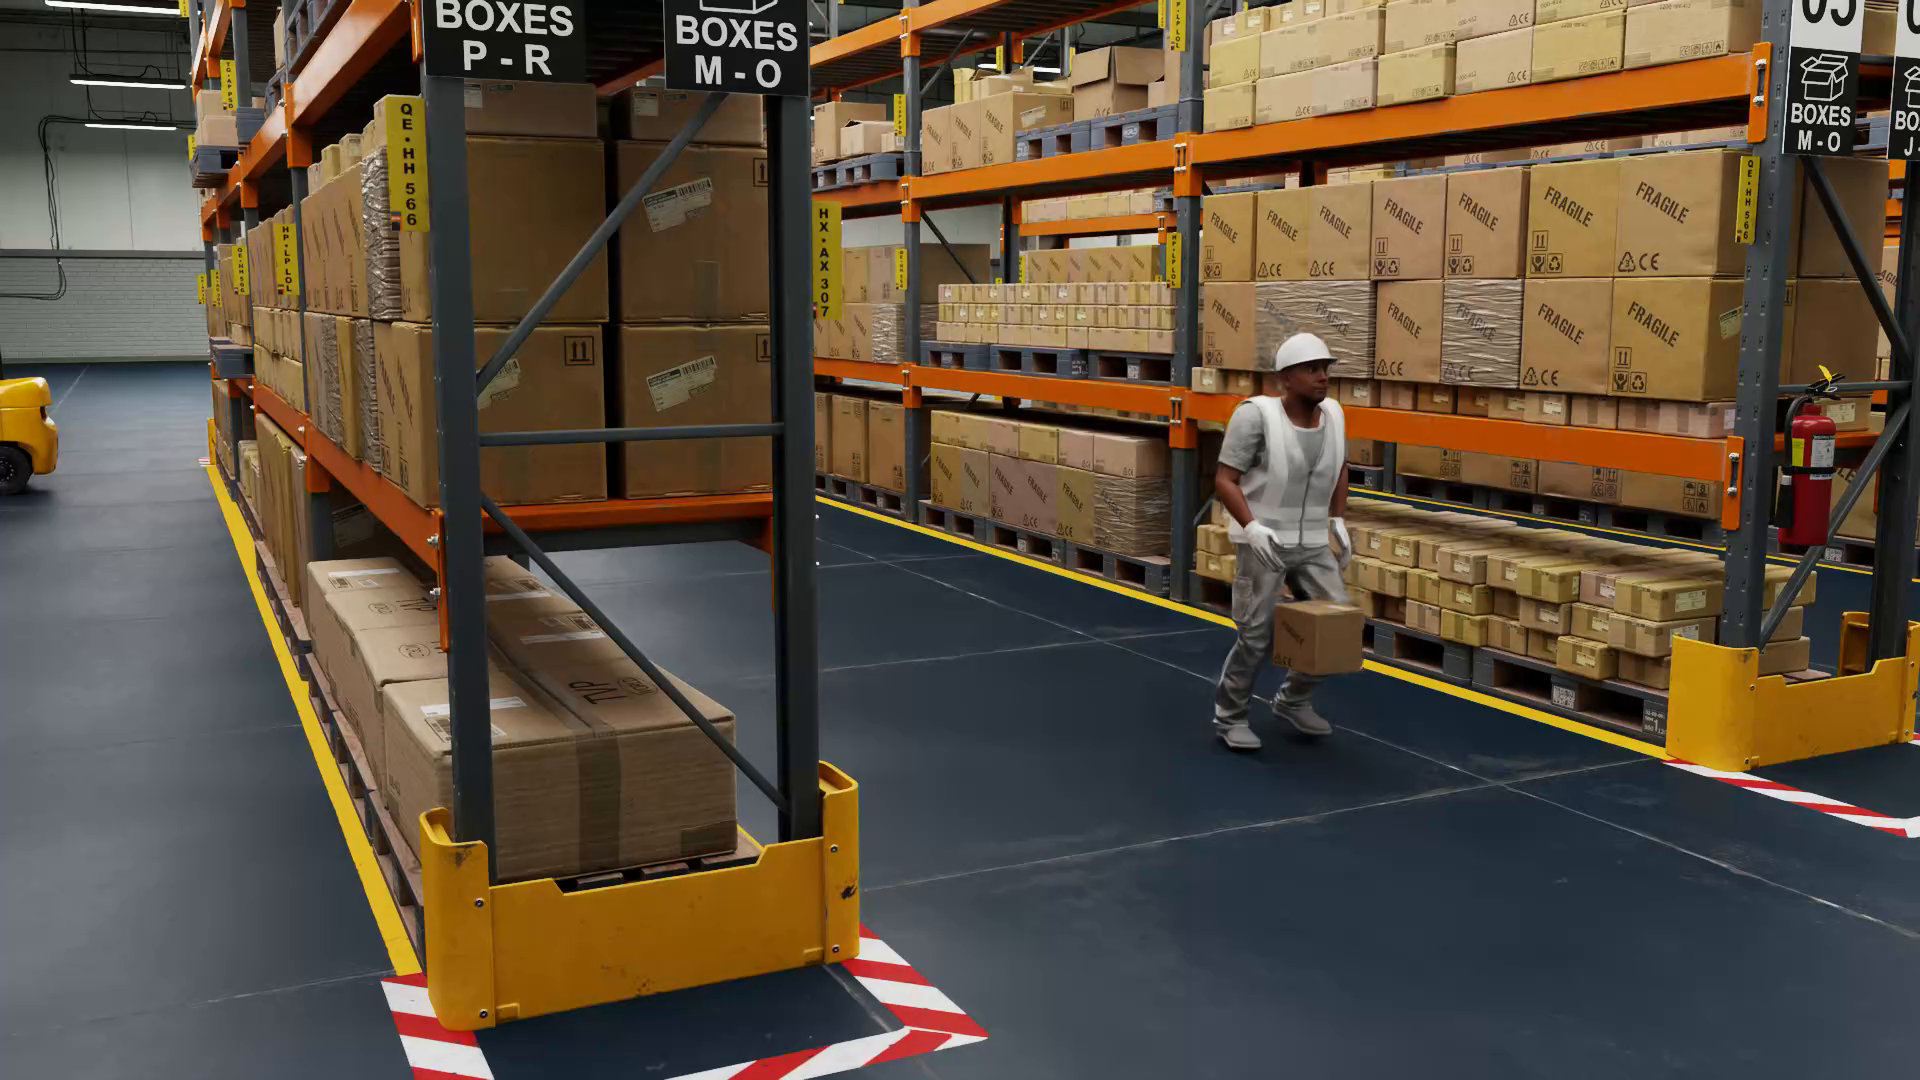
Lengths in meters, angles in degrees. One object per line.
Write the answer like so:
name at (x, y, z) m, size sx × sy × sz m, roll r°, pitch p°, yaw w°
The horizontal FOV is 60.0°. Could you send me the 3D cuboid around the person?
person at (1.346, 0.021, 6.822) m, size 0.677 × 1.729 × 0.545 m, roll -4°, pitch 9°, yaw -23°
